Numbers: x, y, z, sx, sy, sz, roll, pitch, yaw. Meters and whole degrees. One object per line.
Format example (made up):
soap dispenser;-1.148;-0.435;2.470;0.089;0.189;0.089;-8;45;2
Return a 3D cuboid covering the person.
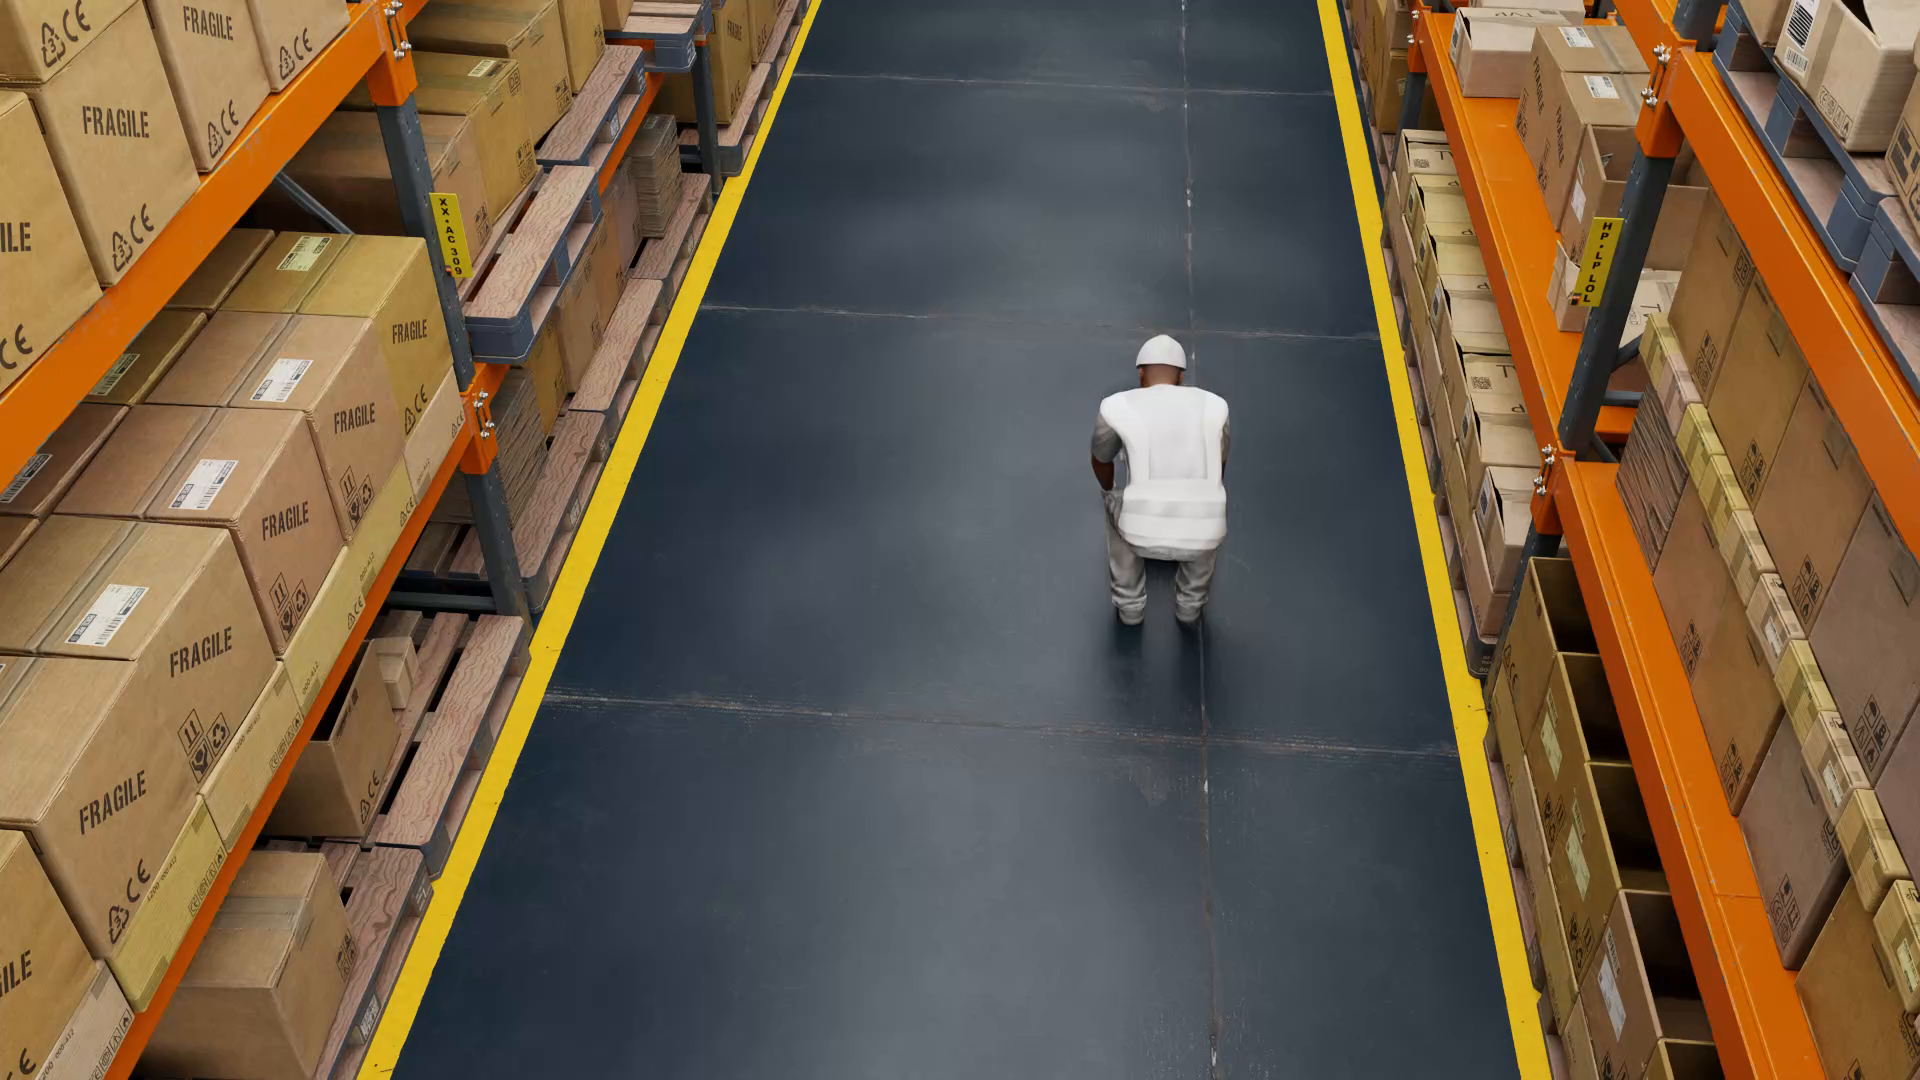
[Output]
person;0.825;-0.195;6.922;0.584;1.087;0.880;3;40;4
